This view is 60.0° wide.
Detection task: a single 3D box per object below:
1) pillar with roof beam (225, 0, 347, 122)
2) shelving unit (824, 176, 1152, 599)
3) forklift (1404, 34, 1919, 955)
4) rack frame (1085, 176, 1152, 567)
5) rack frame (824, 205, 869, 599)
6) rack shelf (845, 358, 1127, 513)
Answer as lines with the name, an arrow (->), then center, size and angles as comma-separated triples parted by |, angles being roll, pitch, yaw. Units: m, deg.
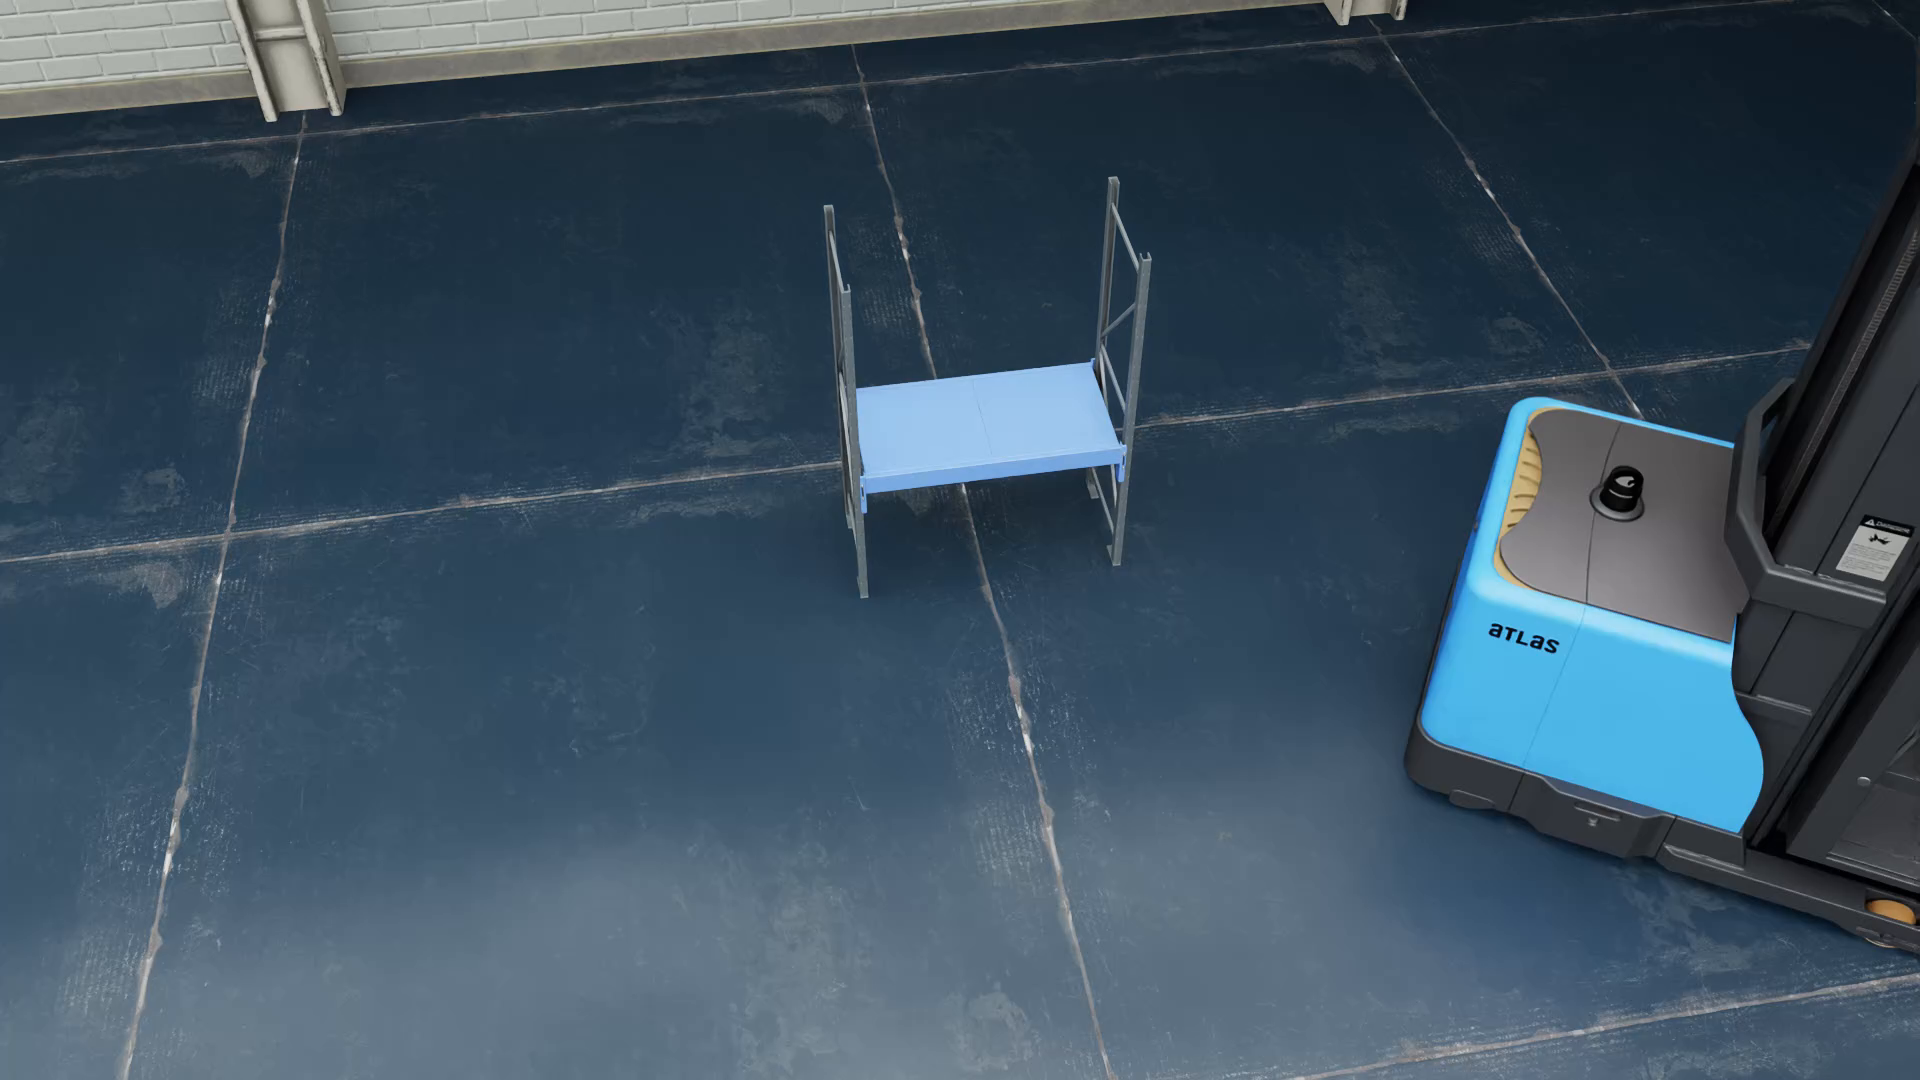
pillar with roof beam -> -2.815, -2.442, 2.854 | 0.400, 9.000, 9.100 | -7, 46, -7
shelving unit -> 0.084, -0.531, 6.220 | 1.048, 1.500, 0.538 | -7, 46, -7
forklift -> 3.139, -0.066, 4.778 | 3.031, 2.935, 1.130 | 16, 48, 15
rack frame -> 0.585, -0.593, 6.280 | 0.032, 1.500, 0.500 | -7, 46, -7
rack frame -> -0.417, -0.468, 6.160 | 0.032, 1.500, 0.500 | -7, 46, -7
rack shelf -> 0.084, -0.406, 6.350 | 1.000, 0.185, 0.538 | -7, 46, -7
